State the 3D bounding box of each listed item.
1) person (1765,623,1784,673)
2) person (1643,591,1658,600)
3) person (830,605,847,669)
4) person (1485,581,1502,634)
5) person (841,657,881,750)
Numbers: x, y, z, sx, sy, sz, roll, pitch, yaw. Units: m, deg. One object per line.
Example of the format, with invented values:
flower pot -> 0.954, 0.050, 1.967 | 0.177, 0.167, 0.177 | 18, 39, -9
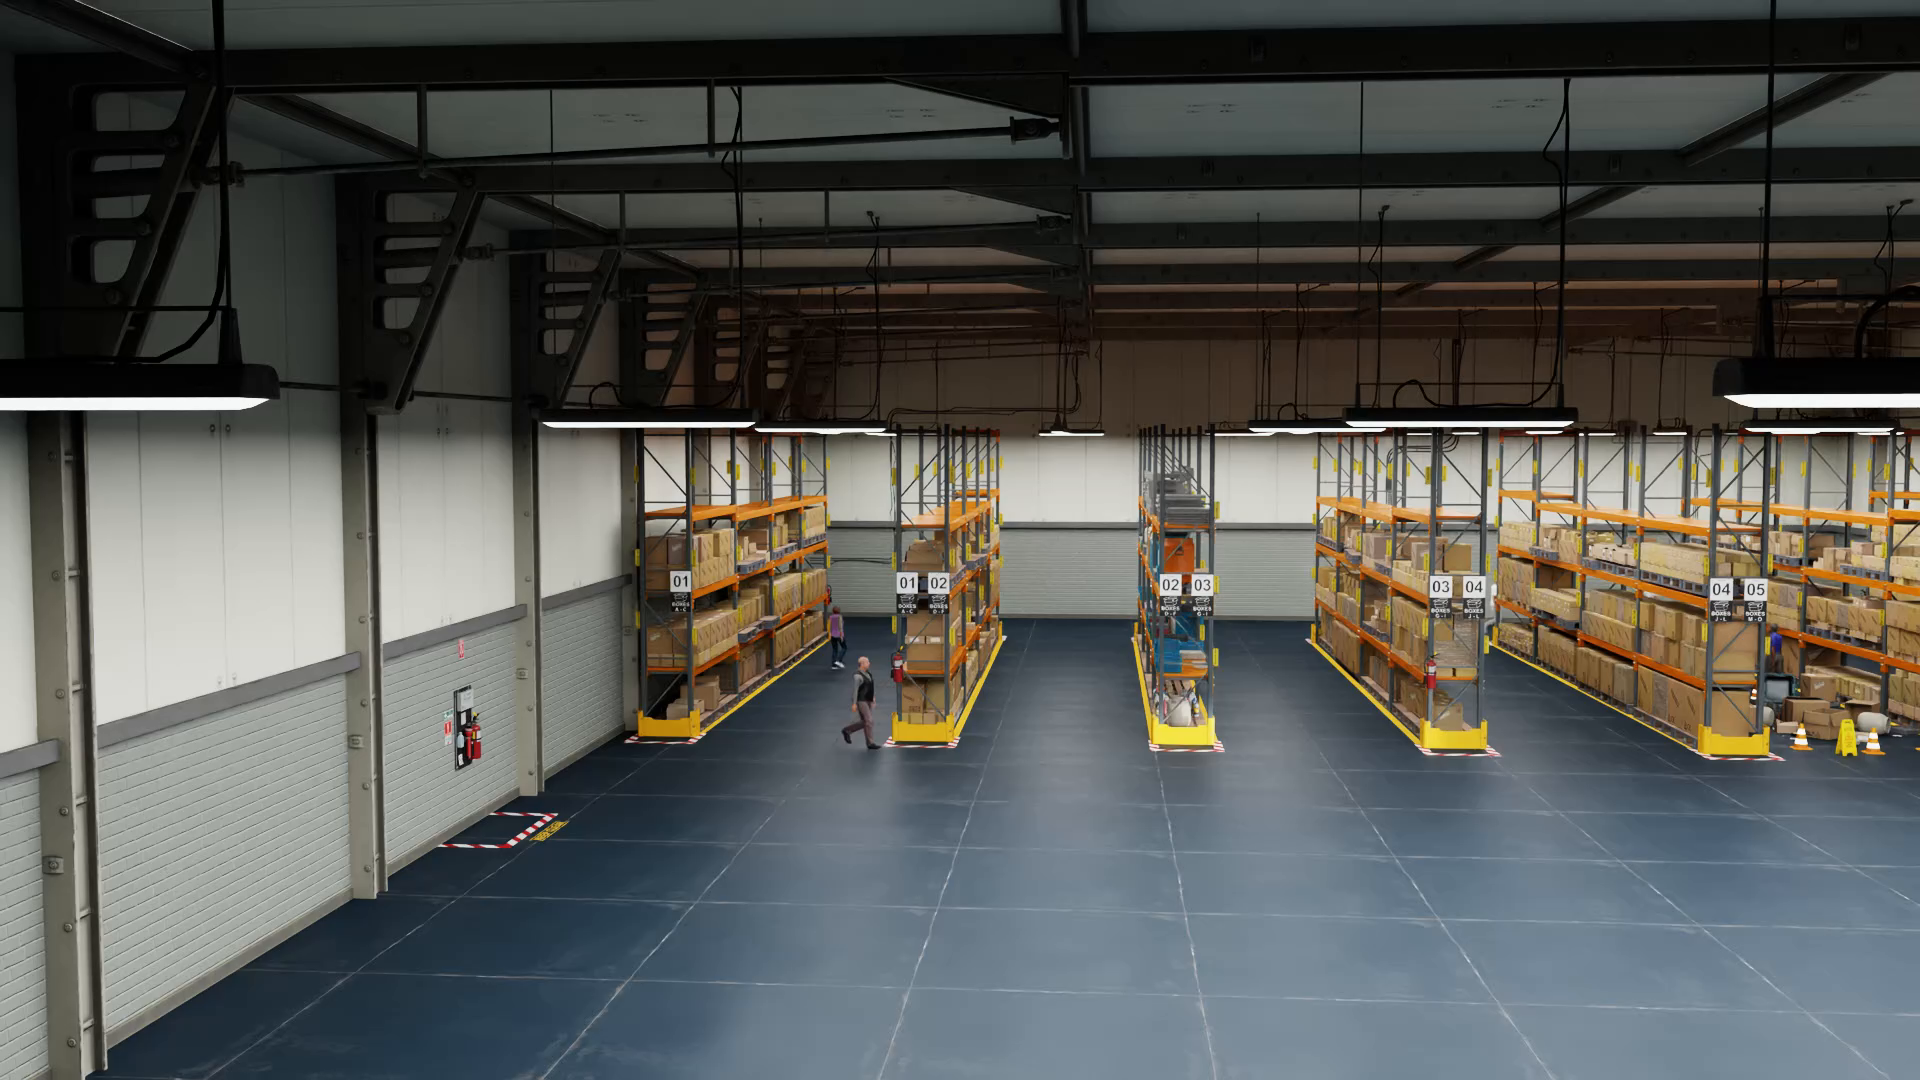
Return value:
person -> 18.010, 2.694, 36.727 | 0.455, 1.683, 0.552 | -1, 4, -12
person -> 20.143, 1.885, 48.384 | 0.730, 1.748, 0.545 | 0, 3, 0
person -> -3.060, 2.416, 41.184 | 0.437, 1.564, 0.453 | 2, 4, 26
person -> 15.461, 1.904, 48.110 | 0.635, 1.763, 0.627 | 2, 4, 24
person -> -1.807, 3.000, 30.777 | 0.899, 1.689, 0.592 | 1, 4, 21
